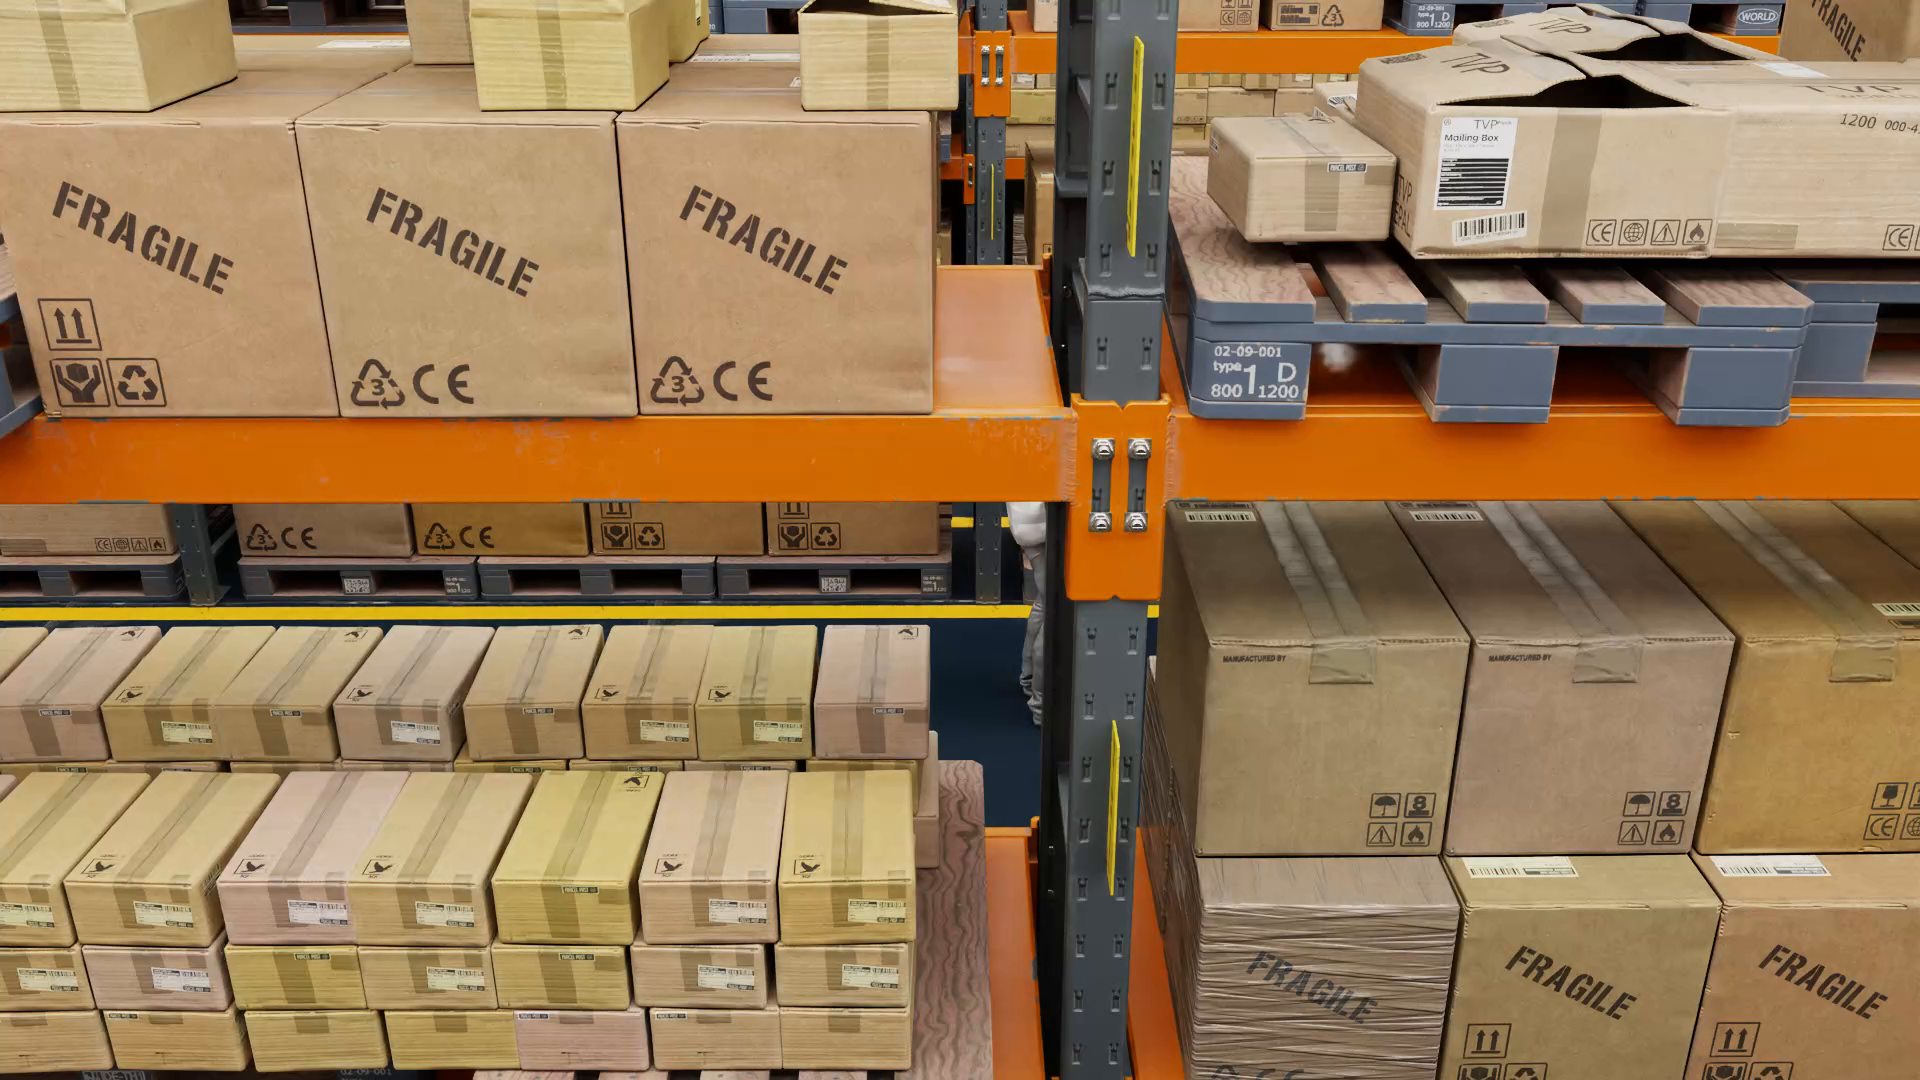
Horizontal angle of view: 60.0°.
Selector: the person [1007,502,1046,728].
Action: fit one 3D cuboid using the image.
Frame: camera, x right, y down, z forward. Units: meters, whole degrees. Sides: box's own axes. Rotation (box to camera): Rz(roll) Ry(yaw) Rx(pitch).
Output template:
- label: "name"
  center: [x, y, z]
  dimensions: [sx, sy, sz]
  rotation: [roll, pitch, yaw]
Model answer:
- label: "person"
  center: [0.433, -0.057, 7.211]
  dimensions: [0.461, 1.757, 0.627]
  rotation: [-2, 24, -3]
